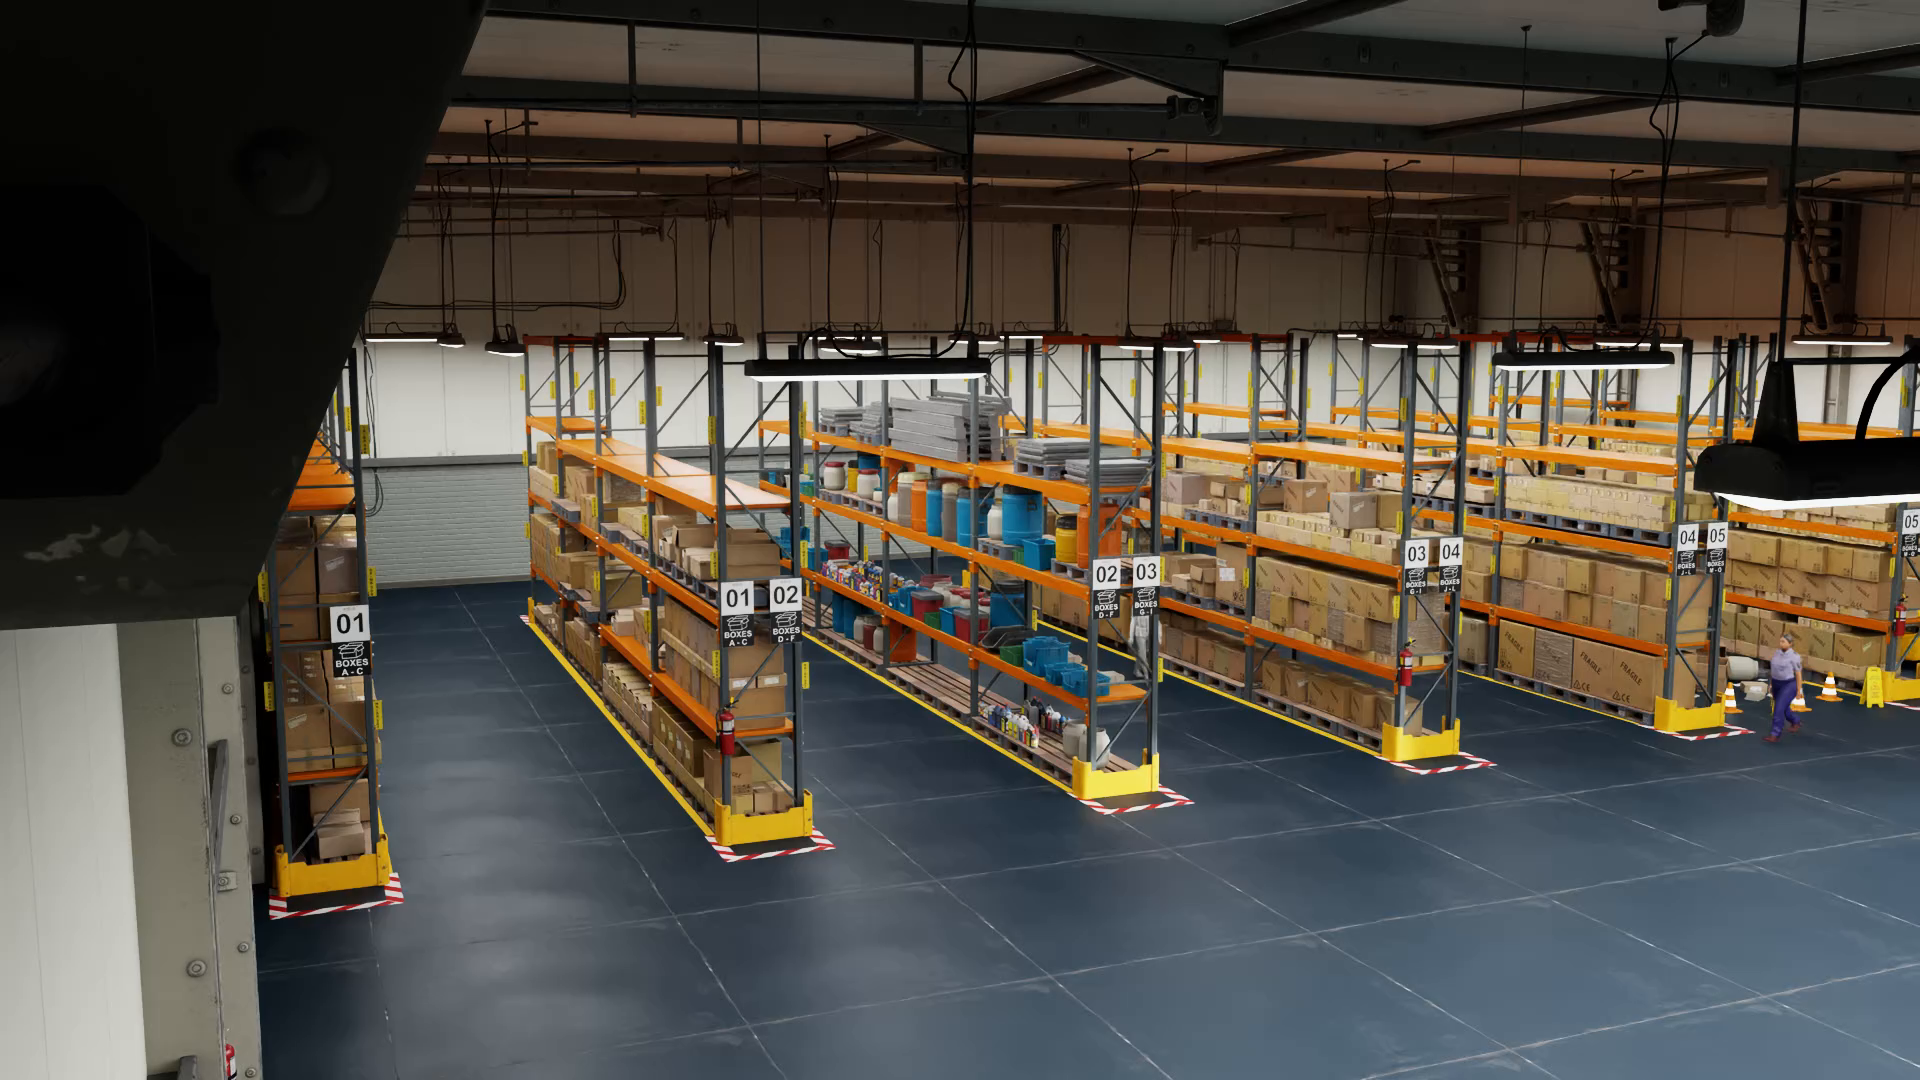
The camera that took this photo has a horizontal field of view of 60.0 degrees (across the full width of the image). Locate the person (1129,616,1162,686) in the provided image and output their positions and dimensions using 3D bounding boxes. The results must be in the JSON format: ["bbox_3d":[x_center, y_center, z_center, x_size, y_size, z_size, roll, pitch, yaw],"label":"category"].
[{"bbox_3d":[3.251,1.666,28.894,0.487,1.623,1.031,-3,8,-20],"label":"person"}]

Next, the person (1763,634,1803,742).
[{"bbox_3d":[12.453,2.204,25.042,0.962,1.603,0.481,-3,8,-22],"label":"person"}]
